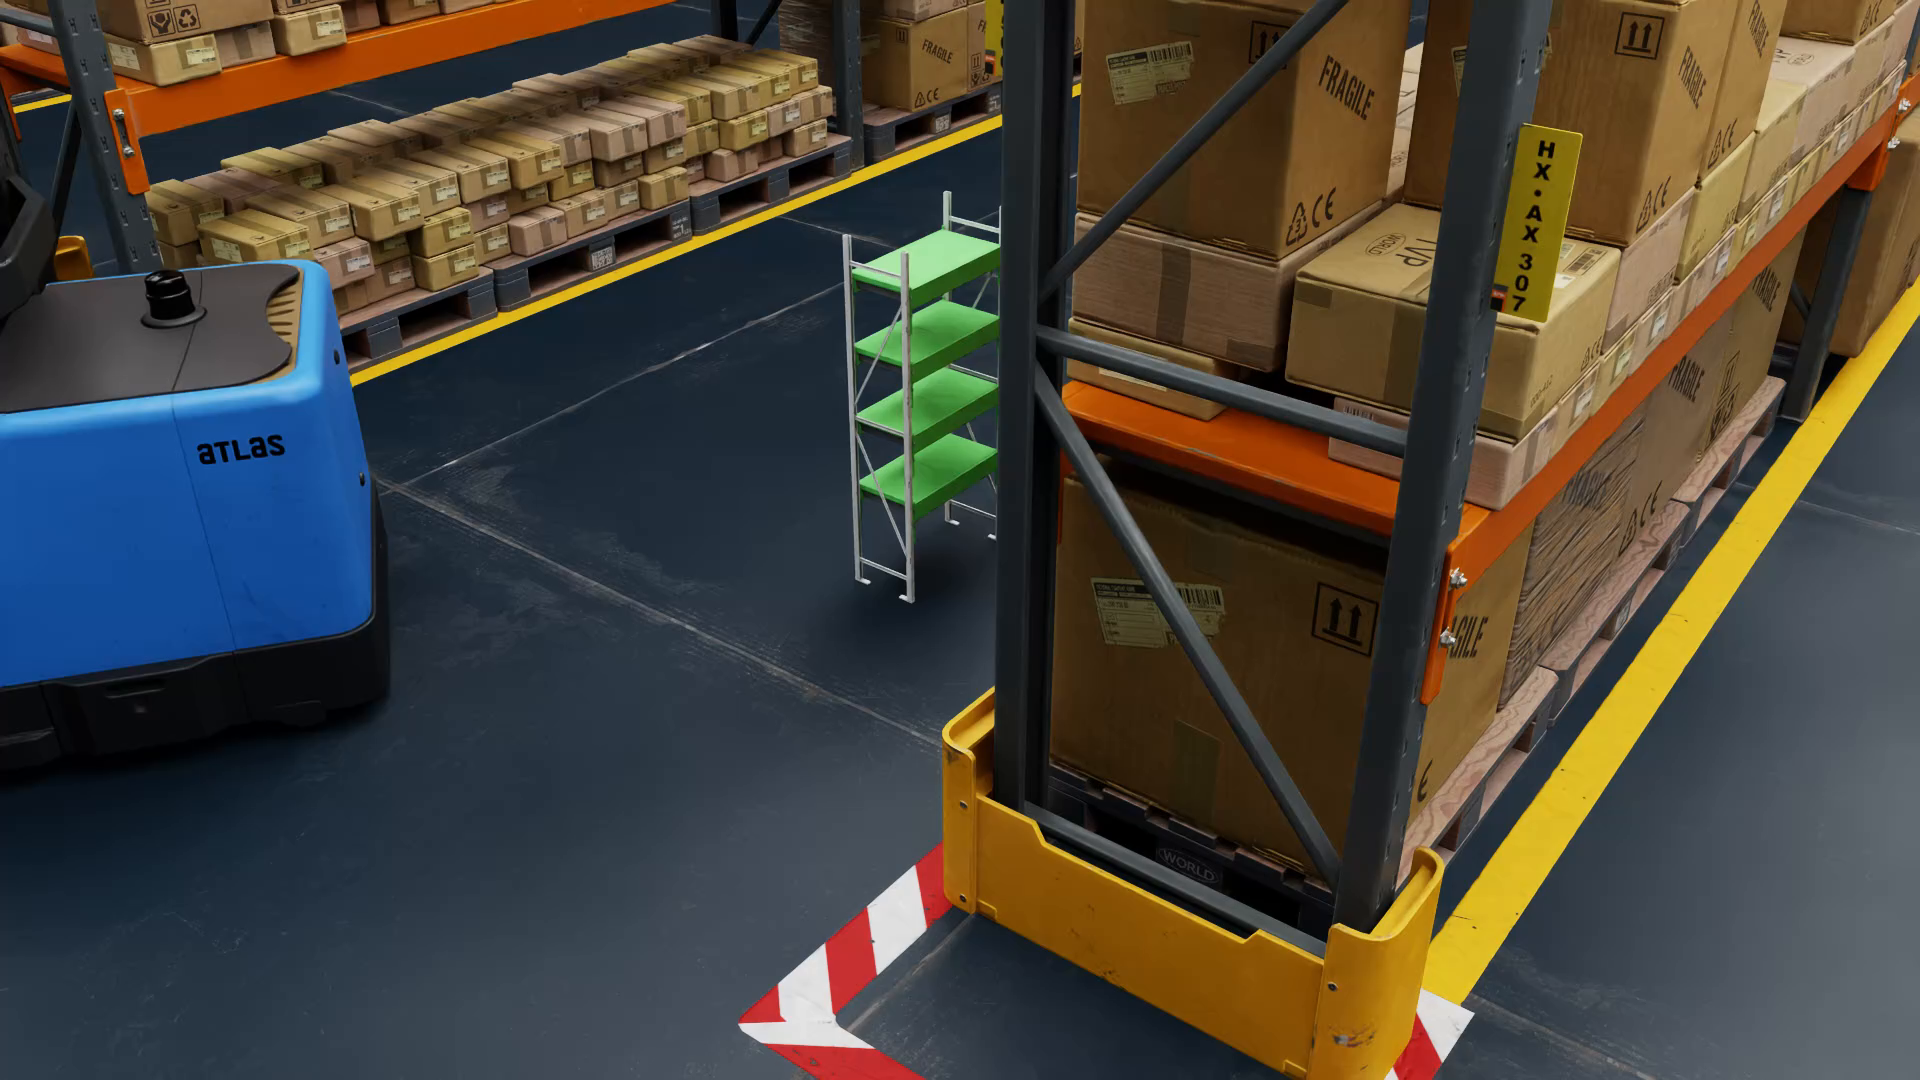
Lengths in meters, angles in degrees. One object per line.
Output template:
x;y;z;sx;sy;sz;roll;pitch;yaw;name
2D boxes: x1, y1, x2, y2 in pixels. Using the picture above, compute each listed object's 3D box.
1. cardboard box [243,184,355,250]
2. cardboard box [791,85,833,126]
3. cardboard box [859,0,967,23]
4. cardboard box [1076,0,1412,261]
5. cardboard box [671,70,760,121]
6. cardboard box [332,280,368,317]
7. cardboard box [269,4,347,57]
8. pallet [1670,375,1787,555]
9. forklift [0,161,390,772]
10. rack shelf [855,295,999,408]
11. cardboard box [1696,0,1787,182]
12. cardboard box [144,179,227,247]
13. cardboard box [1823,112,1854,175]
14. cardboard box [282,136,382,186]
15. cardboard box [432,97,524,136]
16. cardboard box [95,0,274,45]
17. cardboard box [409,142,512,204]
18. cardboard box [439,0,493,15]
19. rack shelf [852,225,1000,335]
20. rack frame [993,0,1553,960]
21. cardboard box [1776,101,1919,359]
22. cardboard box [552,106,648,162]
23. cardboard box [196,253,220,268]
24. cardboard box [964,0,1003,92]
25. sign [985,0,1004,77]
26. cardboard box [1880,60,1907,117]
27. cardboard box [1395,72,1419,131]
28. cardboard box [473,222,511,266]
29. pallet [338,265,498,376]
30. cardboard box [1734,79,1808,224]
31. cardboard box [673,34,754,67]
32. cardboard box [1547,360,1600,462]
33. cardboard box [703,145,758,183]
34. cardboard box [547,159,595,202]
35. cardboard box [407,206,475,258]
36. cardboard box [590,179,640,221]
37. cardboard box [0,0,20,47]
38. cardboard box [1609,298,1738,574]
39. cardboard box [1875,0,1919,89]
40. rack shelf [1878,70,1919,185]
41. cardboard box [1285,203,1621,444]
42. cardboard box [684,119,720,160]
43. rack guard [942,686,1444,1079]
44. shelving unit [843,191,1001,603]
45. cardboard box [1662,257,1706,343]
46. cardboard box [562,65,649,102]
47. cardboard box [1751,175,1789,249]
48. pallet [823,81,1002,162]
-2.720;-1.325;6.844;0.380;0.149;0.250;22;37;32;cardboard box
-0.900;-2.339;8.848;0.380;0.149;0.250;22;37;32;cardboard box
-0.306;-3.130;9.394;0.500;0.250;0.500;19;36;29;cardboard box
0.600;-0.955;3.539;0.500;0.500;0.500;22;37;32;cardboard box
-1.238;-2.249;8.404;0.380;0.149;0.250;21;36;31;cardboard box
-2.714;-1.058;6.977;0.380;0.149;0.250;21;37;31;cardboard box
-2.595;-1.989;6.410;0.380;0.149;0.250;20;36;30;cardboard box
2.409;-0.431;6.270;1.003;0.211;1.213;21;37;31;pallet
-3.254;-0.764;4.164;3.031;2.935;1.130;-9;32;-15;forklift
-0.100;-0.600;5.241;0.258;0.148;0.480;21;37;31;rack shelf
1.630;-1.203;3.958;0.500;0.500;0.500;20;36;30;cardboard box
-3.260;-1.361;6.905;0.380;0.149;0.250;22;37;32;cardboard box
2.542;-1.269;5.196;0.380;0.149;0.250;22;37;32;cardboard box
-2.801;-1.675;7.435;0.380;0.149;0.250;20;36;29;cardboard box
-2.300;-1.990;7.966;0.380;0.149;0.250;21;37;32;cardboard box
-2.886;-2.126;6.005;0.500;0.500;0.500;23;38;33;cardboard box
-2.207;-1.624;7.349;0.380;0.149;0.250;23;37;33;cardboard box
-2.193;-2.331;6.987;0.380;0.149;0.250;20;36;30;cardboard box
-0.100;-0.807;5.118;0.258;0.148;0.480;21;37;31;rack shelf
0.516;-0.290;3.297;1.000;3.000;0.127;21;37;31;rack frame
3.301;-1.448;6.924;1.225;0.875;0.875;21;37;31;cardboard box
-1.699;-1.916;7.841;0.380;0.149;0.250;20;36;30;cardboard box
-2.857;-1.073;6.712;0.380;0.149;0.250;23;38;33;cardboard box
0.012;-3.023;9.948;0.500;0.500;0.500;23;38;33;cardboard box
0.091;-1.062;3.232;0.100;0.325;0.005;21;37;31;sign
3.007;-1.583;5.725;0.380;0.149;0.250;21;37;32;cardboard box
1.210;-1.045;4.426;0.500;0.250;0.500;20;36;30;cardboard box
-2.249;-1.364;7.493;0.380;0.149;0.250;21;37;31;cardboard box
-2.813;-1.008;7.244;1.003;0.211;1.213;21;37;31;pallet
1.946;-1.095;4.511;0.500;0.250;0.500;20;36;30;cardboard box
-1.336;-2.617;9.025;0.380;0.149;0.250;23;38;33;cardboard box
1.147;-0.329;3.610;0.380;0.149;0.250;21;36;31;cardboard box
-1.260;-1.966;8.509;0.380;0.149;0.250;20;36;30;cardboard box
-1.942;-1.732;7.823;0.380;0.149;0.250;23;38;33;cardboard box
-2.328;-1.365;7.204;0.380;0.149;0.250;22;37;33;cardboard box
-1.764;-1.667;8.005;0.380;0.149;0.250;22;37;32;cardboard box
-5.975;-3.458;10.743;0.875;0.438;0.875;20;36;30;cardboard box
1.925;-0.573;5.446;0.875;0.875;0.875;21;37;31;cardboard box
2.873;-1.719;5.563;0.500;0.250;0.500;20;36;30;cardboard box
4.137;-2.419;7.595;1.077;0.370;4.000;21;37;31;rack shelf
1.021;-0.465;3.448;0.500;0.250;0.500;20;36;30;cardboard box
-1.431;-2.040;8.342;0.380;0.149;0.250;21;37;32;cardboard box
0.501;0.795;3.918;1.175;0.500;0.348;21;37;31;rack guard
-0.100;-0.449;5.331;0.258;1.200;0.503;21;37;31;shelving unit
1.612;-0.643;4.139;0.380;0.149;0.250;20;36;30;cardboard box
-1.802;-2.292;8.477;0.380;0.149;0.250;20;36;30;cardboard box
2.077;-0.957;4.669;0.380;0.149;0.250;22;37;32;cardboard box
-0.494;-2.600;9.931;1.003;0.211;1.213;21;37;31;pallet
